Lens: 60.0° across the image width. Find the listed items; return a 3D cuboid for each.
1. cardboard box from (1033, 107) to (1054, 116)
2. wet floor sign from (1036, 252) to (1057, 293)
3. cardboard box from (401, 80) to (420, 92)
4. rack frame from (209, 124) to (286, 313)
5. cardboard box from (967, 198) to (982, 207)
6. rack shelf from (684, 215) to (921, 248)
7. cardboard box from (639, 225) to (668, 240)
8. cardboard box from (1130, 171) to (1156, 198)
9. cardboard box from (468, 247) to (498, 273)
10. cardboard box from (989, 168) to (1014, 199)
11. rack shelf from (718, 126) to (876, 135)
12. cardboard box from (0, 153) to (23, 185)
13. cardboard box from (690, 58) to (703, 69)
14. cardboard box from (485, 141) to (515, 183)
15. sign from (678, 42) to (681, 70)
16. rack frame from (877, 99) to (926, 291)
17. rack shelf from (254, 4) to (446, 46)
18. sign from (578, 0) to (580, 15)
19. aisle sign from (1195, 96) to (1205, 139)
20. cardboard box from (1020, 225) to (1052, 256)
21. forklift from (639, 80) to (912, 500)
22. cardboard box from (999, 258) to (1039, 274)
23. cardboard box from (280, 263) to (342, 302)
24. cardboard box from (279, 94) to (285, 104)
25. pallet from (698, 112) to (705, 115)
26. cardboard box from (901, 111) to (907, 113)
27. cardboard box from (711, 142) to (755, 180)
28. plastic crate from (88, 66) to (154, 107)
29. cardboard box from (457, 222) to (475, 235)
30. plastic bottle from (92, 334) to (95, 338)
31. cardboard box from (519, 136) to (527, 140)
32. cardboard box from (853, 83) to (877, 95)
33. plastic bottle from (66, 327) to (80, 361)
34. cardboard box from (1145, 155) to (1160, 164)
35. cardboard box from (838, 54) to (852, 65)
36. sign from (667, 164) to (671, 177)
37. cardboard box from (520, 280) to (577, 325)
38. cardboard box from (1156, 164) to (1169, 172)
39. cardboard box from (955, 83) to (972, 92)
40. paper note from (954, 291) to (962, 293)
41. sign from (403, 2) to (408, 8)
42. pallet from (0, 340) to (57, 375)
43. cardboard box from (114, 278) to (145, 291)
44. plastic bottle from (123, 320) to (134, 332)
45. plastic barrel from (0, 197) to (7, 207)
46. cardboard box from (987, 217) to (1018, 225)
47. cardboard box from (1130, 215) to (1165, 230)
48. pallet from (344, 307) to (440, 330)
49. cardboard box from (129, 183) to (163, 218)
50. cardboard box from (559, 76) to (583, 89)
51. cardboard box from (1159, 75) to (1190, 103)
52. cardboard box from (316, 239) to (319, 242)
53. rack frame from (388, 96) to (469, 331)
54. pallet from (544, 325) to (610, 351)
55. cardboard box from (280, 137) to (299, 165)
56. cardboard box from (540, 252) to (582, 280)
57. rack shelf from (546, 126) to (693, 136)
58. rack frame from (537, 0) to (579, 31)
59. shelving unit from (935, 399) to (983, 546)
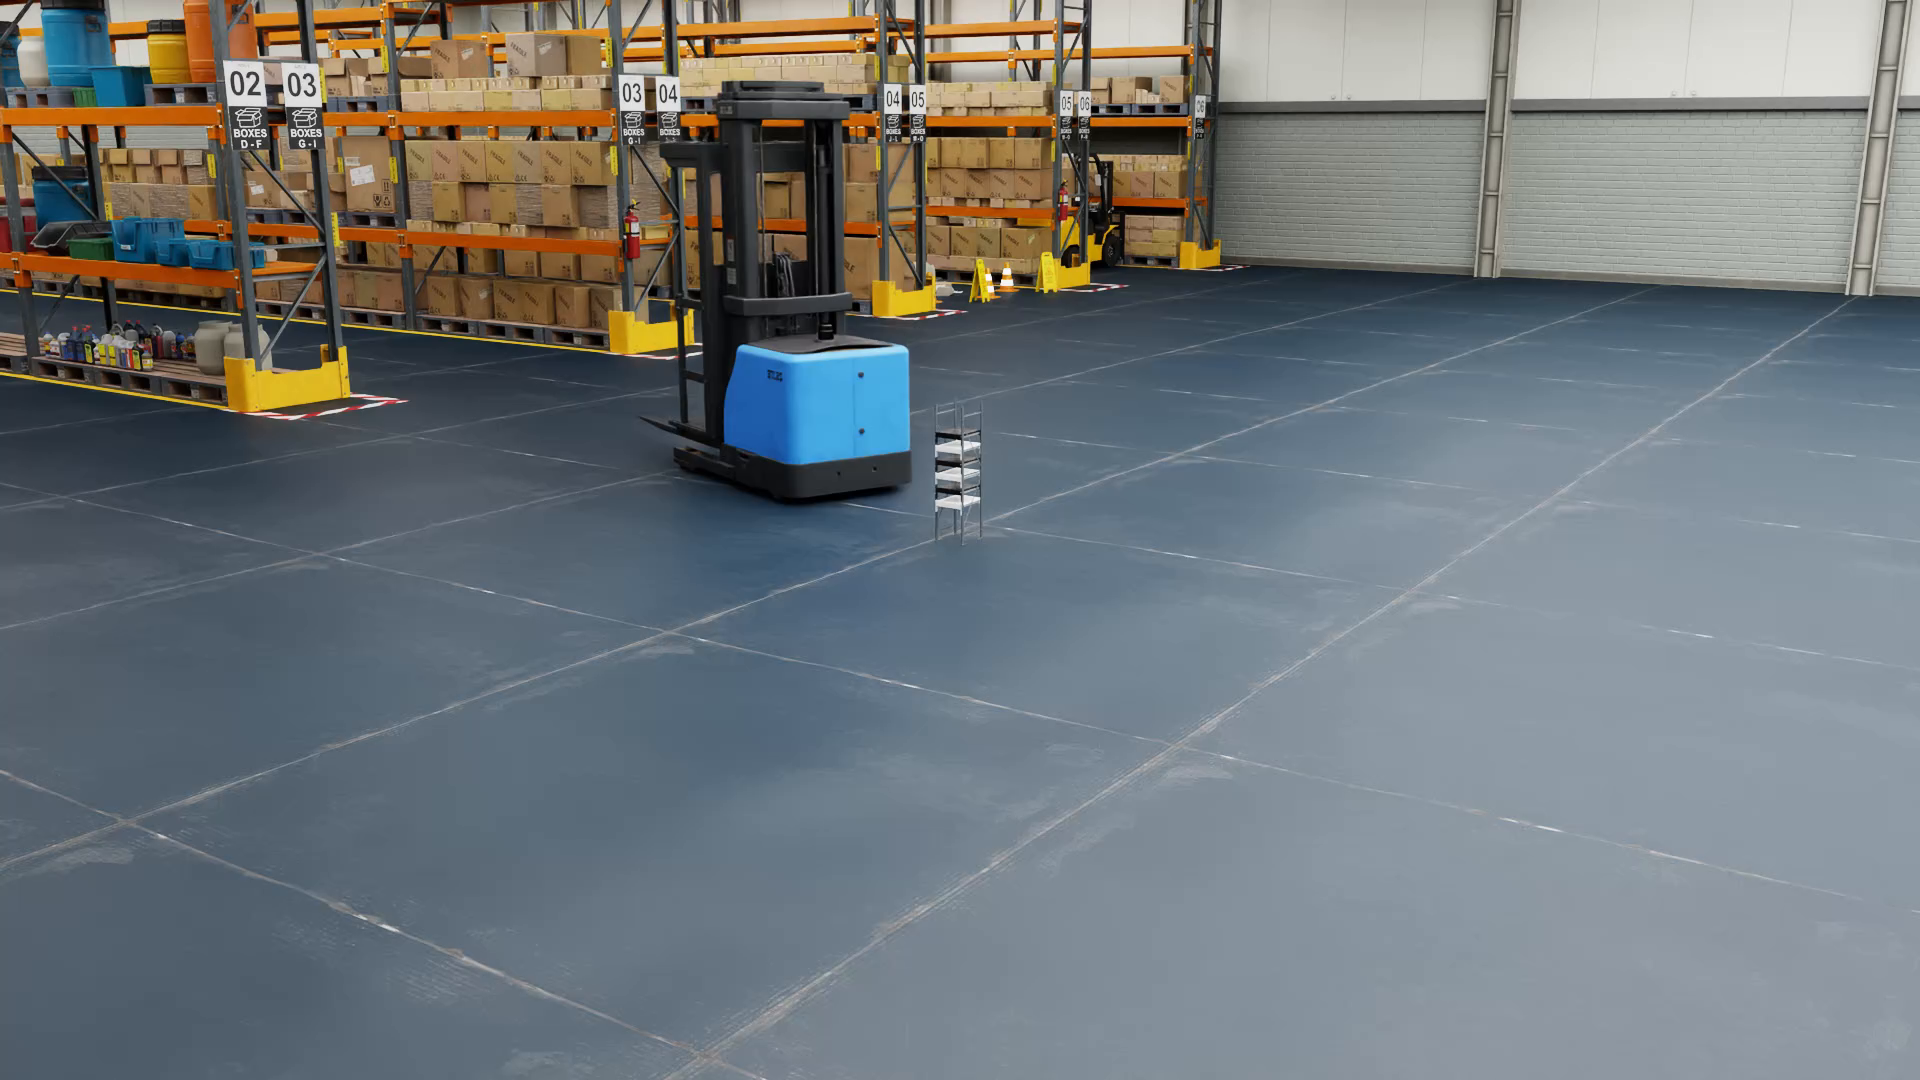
[{"bbox_3d":[1.402,-7.085,27.481,0.250,0.149,0.380,9,17,33],"label":"cardboard box"},{"bbox_3d":[1.414,-4.377,27.161,0.267,0.644,0.232,-10,17,-35],"label":"wet floor sign"},{"bbox_3d":[-6.898,-5.791,21.214,0.250,0.149,0.380,9,16,31],"label":"cardboard box"},{"bbox_3d":[-10.315,-4.855,24.195,0.127,3.000,1.000,9,17,33],"label":"rack frame"},{"bbox_3d":[0.324,-5.802,28.540,0.250,0.149,0.380,9,17,32],"label":"cardboard box"},{"bbox_3d":[-2.484,-4.677,24.971,4.000,0.370,1.077,9,17,33],"label":"rack shelf"},{"bbox_3d":[-3.780,-3.746,20.238,0.250,0.149,0.380,9,17,33],"label":"cardboard box"},{"bbox_3d":[3.641,-6.882,32.175,0.500,0.500,0.500,10,17,35],"label":"cardboard box"},{"bbox_3d":[-8.155,-4.857,28.531,0.500,0.500,0.500,9,17,33],"label":"cardboard box"},{"bbox_3d":[0.837,-6.037,28.143,0.500,0.500,0.500,9,17,33],"label":"cardboard box"},{"bbox_3d":[-3.677,-9.197,36.987,4.000,0.370,1.077,9,17,33],"label":"rack shelf"},{"bbox_3d":[-15.858,-6.110,27.397,0.500,0.500,0.500,9,16,31],"label":"cardboard box"},{"bbox_3d":[-3.819,-7.117,24.871,0.250,0.149,0.380,9,17,32],"label":"cardboard box"},{"bbox_3d":[-5.513,-4.688,20.609,0.500,0.500,0.500,9,17,33],"label":"cardboard box"},{"bbox_3d":[-3.374,-5.771,19.833,0.005,0.325,0.100,9,17,33],"label":"sign"},{"bbox_3d":[-0.825,-4.758,23.801,0.127,3.000,1.000,9,17,33],"label":"rack frame"},{"bbox_3d":[-8.656,-6.956,22.525,4.000,0.370,1.077,9,17,33],"label":"rack shelf"},{"bbox_3d":[-7.811,-10.882,33.945,0.005,0.325,0.100,9,17,33],"label":"sign"},{"bbox_3d":[4.512,-7.943,31.259,0.004,0.787,0.394,9,17,33],"label":"aisle sign"},{"bbox_3d":[1.319,-5.158,28.705,0.500,0.500,0.500,9,16,31],"label":"cardboard box"},{"bbox_3d":[-1.601,-2.008,12.834,1.130,2.935,3.031,-9,17,-33],"label":"forklift"},{"bbox_3d":[1.013,-4.686,28.357,0.500,0.250,0.500,9,17,33],"label":"cardboard box"},{"bbox_3d":[-9.281,-3.698,23.806,0.500,0.500,0.700,8,16,28],"label":"cardboard box"},{"bbox_3d":[-9.210,-5.989,22.844,0.500,0.250,0.500,10,17,34],"label":"cardboard box"},{"bbox_3d":[-5.348,-8.272,32.146,1.003,0.211,1.213,10,17,35],"label":"pallet"},{"bbox_3d":[-0.890,-7.481,29.081,0.250,0.149,0.380,9,17,33],"label":"cardboard box"},{"bbox_3d":[-3.336,-5.784,25.389,0.550,0.550,0.875,9,17,33],"label":"cardboard box"},{"bbox_3d":[-8.192,-4.439,16.304,0.575,0.384,0.392,9,17,33],"label":"plastic crate"},{"bbox_3d":[-6.165,-3.971,21.144,0.250,0.149,0.380,9,17,33],"label":"cardboard box"},{"bbox_3d":[-9.134,-2.034,17.561,0.097,0.271,0.097,0,14,0],"label":"plastic bottle"},{"bbox_3d":[-8.896,-8.287,34.418,0.250,0.149,0.380,9,17,33],"label":"cardboard box"},{"bbox_3d":[-1.290,-6.321,23.316,0.250,0.149,0.380,9,17,33],"label":"cardboard box"},{"bbox_3d":[-9.322,-2.068,17.533,0.185,0.351,0.144,10,17,34],"label":"plastic bottle"},{"bbox_3d":[3.752,-7.319,31.970,0.250,0.149,0.380,10,17,34],"label":"cardboard box"},{"bbox_3d":[-1.500,-6.743,23.359,0.250,0.149,0.380,9,17,33],"label":"cardboard box"},{"bbox_3d":[-4.439,-5.709,25.397,0.005,0.325,0.100,9,17,33],"label":"sign"},{"bbox_3d":[-5.210,-3.021,21.114,0.500,0.500,0.500,11,18,38],"label":"cardboard box"},{"bbox_3d":[3.948,-7.131,31.830,0.250,0.149,0.380,9,17,34],"label":"cardboard box"},{"bbox_3d":[0.117,-7.665,28.166,0.250,0.149,0.380,10,17,34],"label":"cardboard box"},{"bbox_3d":[-0.041,-4.047,27.109,0.142,0.019,0.148,3,14,14],"label":"paper note"},{"bbox_3d":[-11.737,-11.237,35.215,0.005,0.325,0.100,9,17,33],"label":"sign"},{"bbox_3d":[-10.434,-2.075,18.768,1.213,0.211,1.003,9,17,33],"label":"pallet"},{"bbox_3d":[-12.350,-4.363,25.753,0.875,0.875,1.225,9,16,31],"label":"cardboard box"},{"bbox_3d":[-9.065,-2.230,18.187,0.185,0.351,0.144,9,16,31],"label":"plastic bottle"},{"bbox_3d":[-11.041,-3.668,19.115,0.433,0.535,0.433,0,14,0],"label":"plastic barrel"},{"bbox_3d":[0.863,-6.404,34.519,0.625,0.625,0.875,10,17,35],"label":"cardboard box"},{"bbox_3d":[3.638,-6.170,32.273,0.500,0.250,0.500,10,17,34],"label":"cardboard box"},{"bbox_3d":[-7.643,-3.070,22.784,1.213,0.211,1.003,9,17,33],"label":"pallet"},{"bbox_3d":[-12.128,-5.126,25.081,0.500,0.500,0.500,10,17,34],"label":"cardboard box"},{"bbox_3d":[-4.520,-5.408,19.665,0.250,0.149,0.380,8,16,30],"label":"cardboard box"},{"bbox_3d":[4.118,-8.516,31.452,0.500,0.500,0.500,10,17,35],"label":"cardboard box"},{"bbox_3d":[-11.667,-5.530,30.742,0.250,0.149,0.380,9,17,32],"label":"cardboard box"},{"bbox_3d":[-6.996,-4.319,22.028,0.127,3.000,1.000,9,17,33],"label":"rack frame"},{"bbox_3d":[-4.394,-2.555,20.706,1.213,0.211,1.003,9,17,33],"label":"pallet"},{"bbox_3d":[-12.172,-7.194,30.736,0.500,0.500,0.500,10,17,34],"label":"cardboard box"},{"bbox_3d":[-6.281,-4.726,27.482,0.750,0.750,1.050,9,17,34],"label":"cardboard box"},{"bbox_3d":[-6.444,-8.206,32.987,4.000,0.370,1.077,9,17,33],"label":"rack shelf"},{"bbox_3d":[-8.103,-10.280,33.623,0.127,3.000,1.000,9,17,33],"label":"rack frame"},{"bbox_3d":[-0.007,-0.438,10.719,0.210,0.900,0.258,9,17,33],"label":"shelving unit"}]
